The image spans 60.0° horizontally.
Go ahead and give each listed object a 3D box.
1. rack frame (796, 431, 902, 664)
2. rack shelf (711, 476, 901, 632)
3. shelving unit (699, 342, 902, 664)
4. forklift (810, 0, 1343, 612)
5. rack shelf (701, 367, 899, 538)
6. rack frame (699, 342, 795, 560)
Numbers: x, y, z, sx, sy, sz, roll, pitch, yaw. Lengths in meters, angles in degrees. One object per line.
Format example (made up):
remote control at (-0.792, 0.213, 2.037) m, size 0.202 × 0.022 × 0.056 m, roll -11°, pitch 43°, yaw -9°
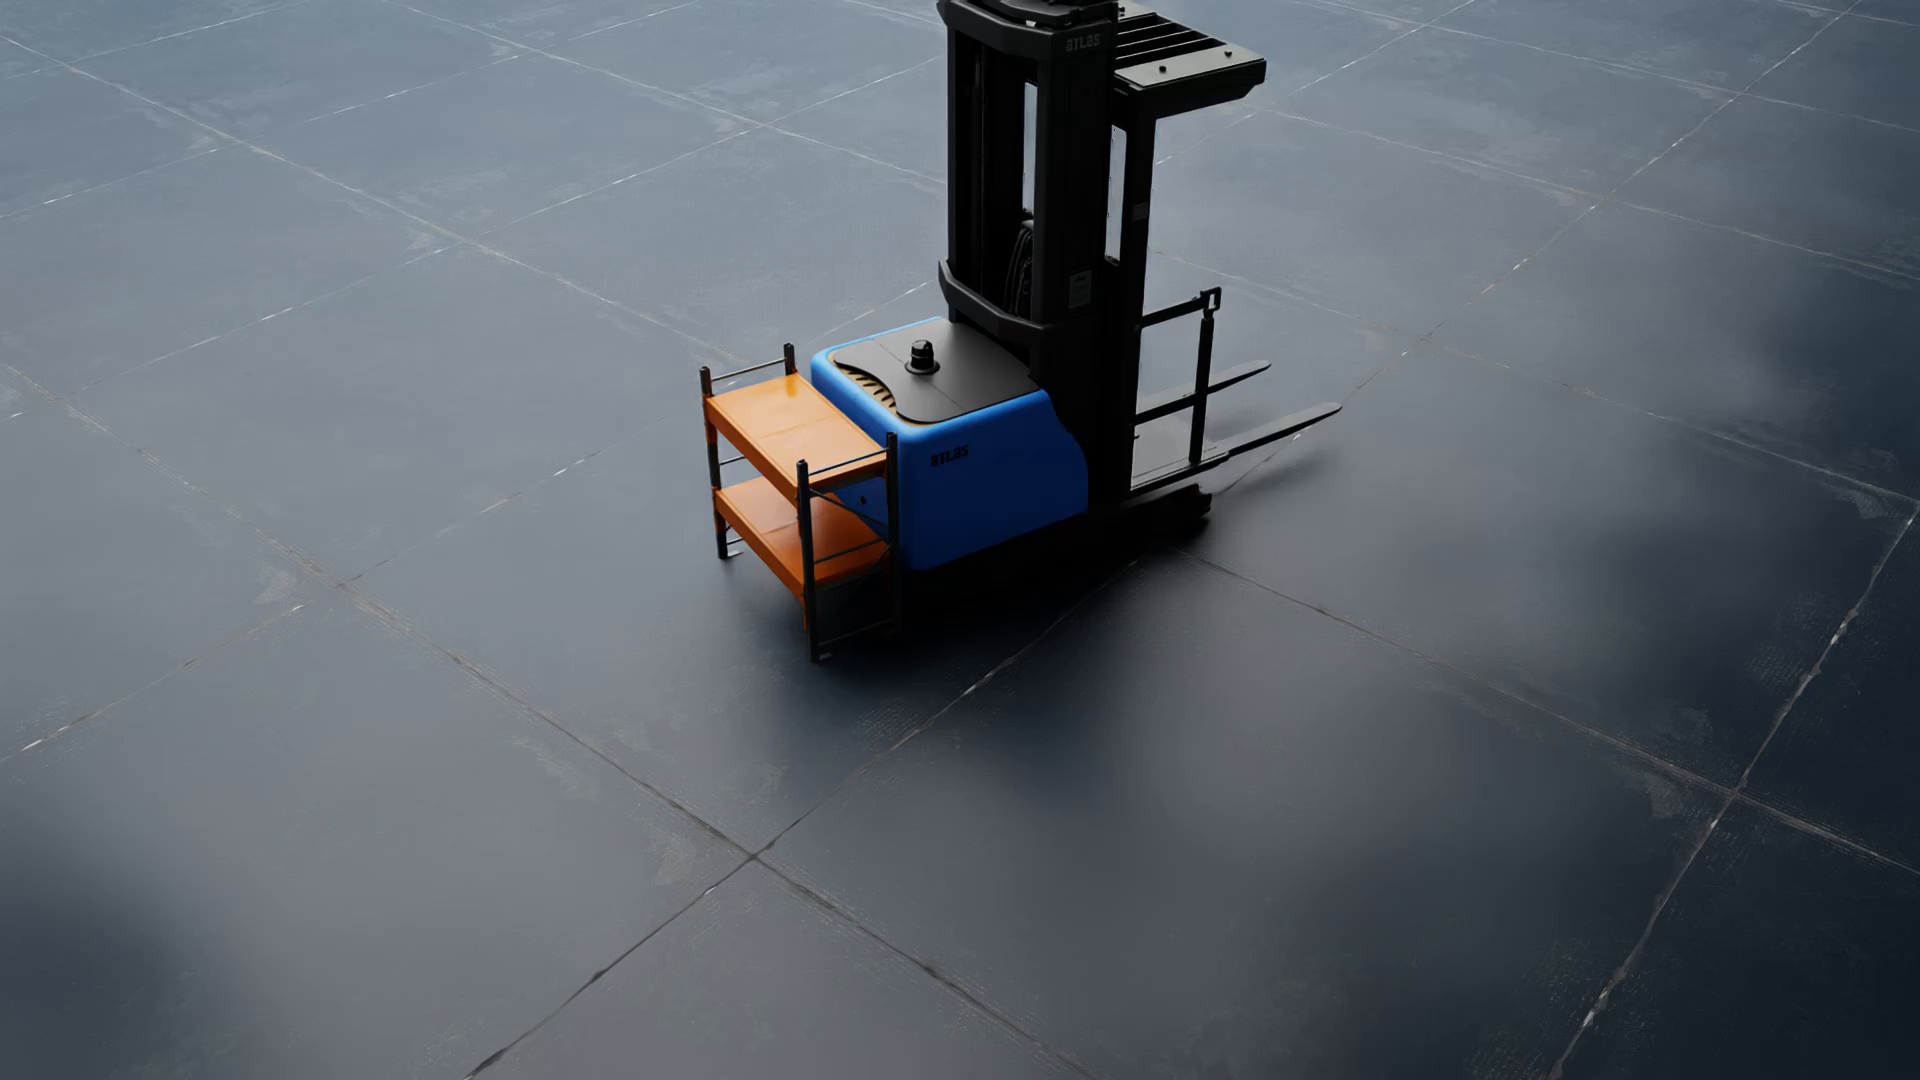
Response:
rack frame at (-0.505, 0.048, 7.769) m, size 0.500 × 1.125 × 0.032 m, roll -20°, pitch 39°, yaw -26°
rack shelf at (-0.775, 0.005, 8.263) m, size 0.538 × 0.278 × 1.000 m, roll -20°, pitch 39°, yaw -26°
shelving unit at (-0.775, -0.196, 8.124) m, size 0.538 × 1.125 × 1.048 m, roll -20°, pitch 39°, yaw -26°
forklift at (0.753, -1.484, 8.405) m, size 3.031 × 2.935 × 1.130 m, roll -20°, pitch 39°, yaw -27°
rack shelf at (-0.775, -0.437, 7.958) m, size 0.538 × 0.278 × 1.000 m, roll -20°, pitch 39°, yaw -26°
rack frame at (-1.045, -0.440, 8.479) m, size 0.500 × 1.125 × 0.032 m, roll -20°, pitch 39°, yaw -26°
